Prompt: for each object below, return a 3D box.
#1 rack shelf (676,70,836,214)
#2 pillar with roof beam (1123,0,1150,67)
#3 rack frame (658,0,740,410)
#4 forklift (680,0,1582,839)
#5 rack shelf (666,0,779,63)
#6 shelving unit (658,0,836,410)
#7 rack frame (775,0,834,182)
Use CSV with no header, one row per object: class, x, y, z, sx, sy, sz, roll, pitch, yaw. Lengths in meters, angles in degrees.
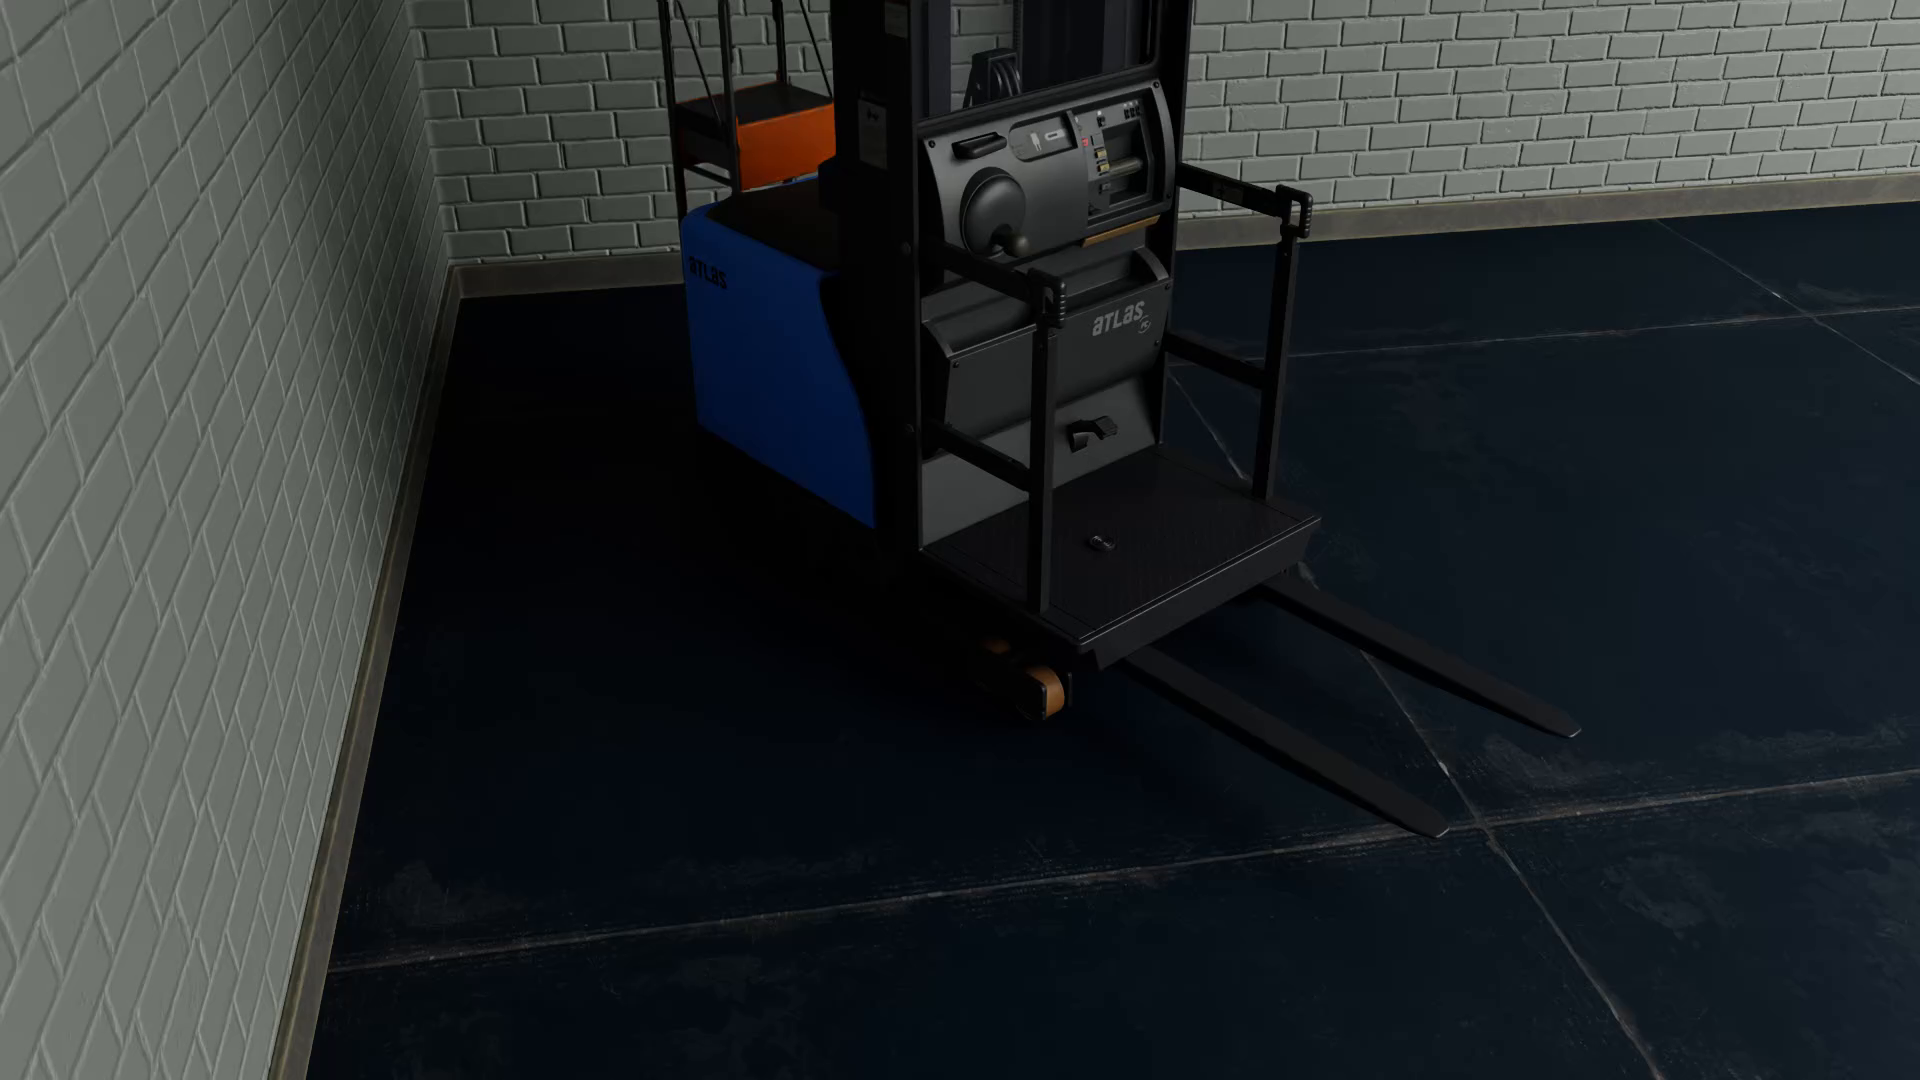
rack shelf,-0.713,-1.357,6.007,0.480,0.518,0.431,-24,38,-35
pillar with roof beam,1.425,-3.055,2.068,0.400,9.000,9.100,-5,31,-9
rack frame,-0.895,-1.286,5.860,0.015,2.100,0.400,-24,38,-35
forklift,0.413,-1.027,4.606,1.130,2.935,3.031,-24,38,-35
rack shelf,-0.718,-1.963,5.658,0.480,0.518,0.431,-24,38,-35
shelving unit,-0.713,-1.368,6.001,0.503,2.100,0.431,-24,38,-35
rack frame,-0.531,-1.451,6.141,0.015,2.100,0.400,-24,38,-35
